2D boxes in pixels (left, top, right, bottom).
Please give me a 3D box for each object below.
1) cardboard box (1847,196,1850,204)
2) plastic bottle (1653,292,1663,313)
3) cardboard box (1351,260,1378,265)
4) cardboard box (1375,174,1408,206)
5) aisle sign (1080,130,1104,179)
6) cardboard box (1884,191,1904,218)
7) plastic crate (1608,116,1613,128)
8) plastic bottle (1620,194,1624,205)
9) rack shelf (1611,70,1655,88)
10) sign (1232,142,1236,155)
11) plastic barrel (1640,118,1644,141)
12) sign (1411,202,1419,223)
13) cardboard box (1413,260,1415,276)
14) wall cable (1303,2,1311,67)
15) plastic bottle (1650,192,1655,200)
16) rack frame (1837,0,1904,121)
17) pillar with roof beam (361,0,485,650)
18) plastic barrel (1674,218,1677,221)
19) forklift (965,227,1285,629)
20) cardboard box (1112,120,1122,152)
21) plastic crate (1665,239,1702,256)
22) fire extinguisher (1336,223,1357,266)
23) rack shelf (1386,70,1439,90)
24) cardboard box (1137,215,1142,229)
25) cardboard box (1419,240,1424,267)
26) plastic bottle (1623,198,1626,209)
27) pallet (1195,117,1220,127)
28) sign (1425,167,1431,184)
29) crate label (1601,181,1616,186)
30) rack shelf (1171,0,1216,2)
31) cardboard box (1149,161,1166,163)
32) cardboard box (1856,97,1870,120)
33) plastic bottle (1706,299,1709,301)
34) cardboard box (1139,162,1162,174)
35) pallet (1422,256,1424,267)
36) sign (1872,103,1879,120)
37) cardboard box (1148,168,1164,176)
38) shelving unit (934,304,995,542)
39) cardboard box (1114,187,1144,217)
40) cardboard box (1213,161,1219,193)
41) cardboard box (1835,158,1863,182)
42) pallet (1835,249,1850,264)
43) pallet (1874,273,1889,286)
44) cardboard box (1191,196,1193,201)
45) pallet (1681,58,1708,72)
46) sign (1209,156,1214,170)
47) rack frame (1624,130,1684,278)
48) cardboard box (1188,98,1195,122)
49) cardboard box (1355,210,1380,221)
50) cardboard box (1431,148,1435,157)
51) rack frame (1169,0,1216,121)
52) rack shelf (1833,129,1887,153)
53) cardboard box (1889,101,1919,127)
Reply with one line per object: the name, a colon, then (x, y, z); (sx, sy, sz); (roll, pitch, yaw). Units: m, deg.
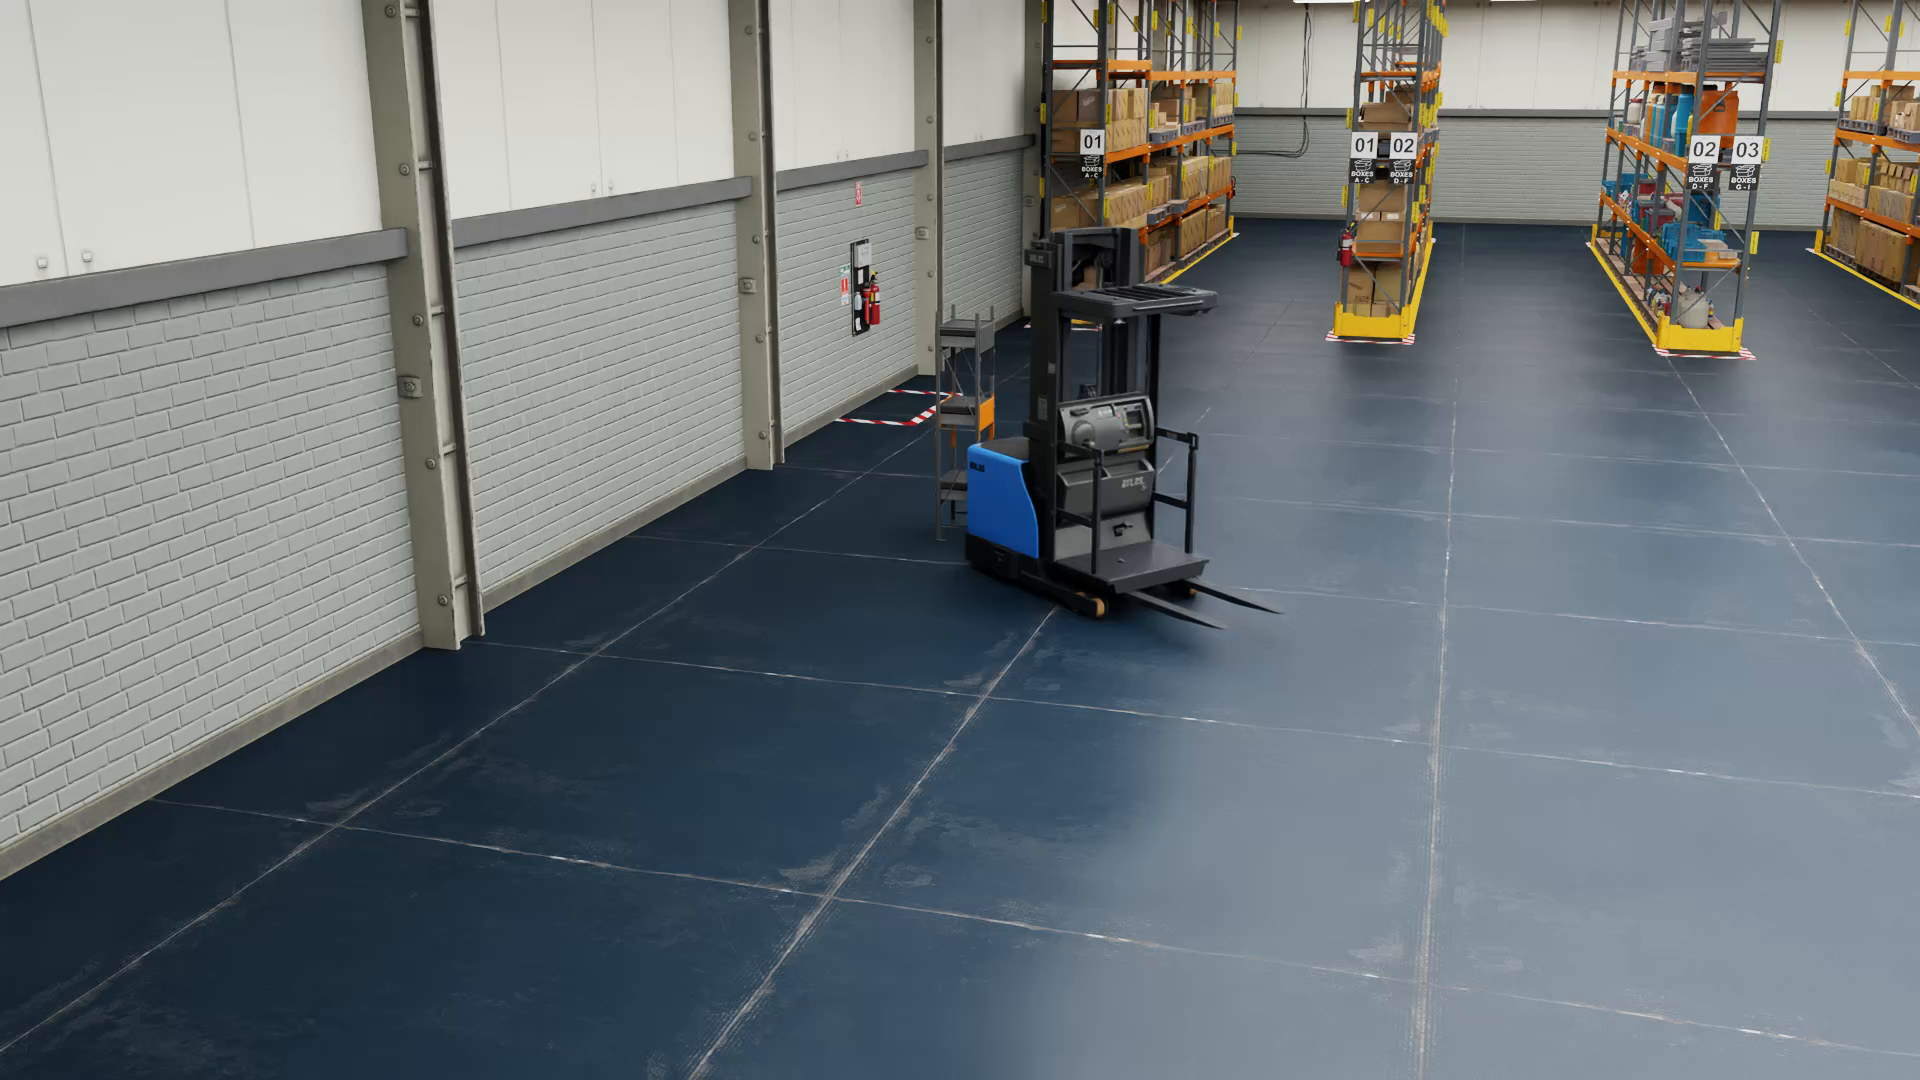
cardboard box: (19.705, -7.455, 36.497); (0.380, 0.149, 0.250); (4, 16, 15)
plastic bottle: (11.691, -3.975, 27.814); (0.144, 0.351, 0.185); (5, 17, 18)
cardboard box: (6.941, -4.561, 28.728); (0.500, 0.500, 0.500); (5, 16, 16)
cardboard box: (7.107, -5.841, 27.787); (0.700, 0.500, 0.500); (5, 16, 16)
aisle sign: (2.177, -6.356, 27.397); (0.394, 0.787, 0.004); (5, 16, 16)
cardboard box: (18.771, -6.684, 33.133); (0.500, 0.500, 0.500); (5, 17, 17)
plastic crate: (15.579, -9.866, 39.280); (0.497, 0.269, 0.590); (5, 16, 16)
plastic bottle: (14.159, -7.241, 35.518); (0.097, 0.271, 0.097); (0, 16, 0)
rack shelf: (15.387, -10.389, 37.439); (1.077, 0.370, 4.000); (5, 16, 16)
sign: (6.973, -9.959, 42.307); (0.100, 0.325, 0.005); (5, 16, 16)
plastic barrel: (13.300, -7.911, 31.944); (0.421, 0.512, 0.421); (0, 16, 0)
sign: (7.191, -5.174, 26.263); (0.100, 0.325, 0.005); (5, 16, 16)
cardboard box: (8.154, -5.048, 30.794); (0.500, 0.311, 0.500); (5, 16, 16)
wall cable: (11.001, -14.398, 45.954); (3.097, 2.526, 0.112); (5, 16, 16)
plastic bottle: (14.681, -7.192, 35.199); (0.144, 0.351, 0.185); (5, 16, 16)
rack frame: (20.704, -11.067, 37.777); (1.000, 3.000, 0.127); (5, 16, 16)
pillar with roof beam: (0.292, -3.241, 10.184); (9.100, 9.000, 0.400); (5, 16, 16)
plastic barrel: (13.069, -5.693, 30.079); (0.301, 0.262, 0.301); (0, 16, 0)
forklift: (1.307, -0.939, 13.190); (1.130, 2.935, 3.031); (-11, 19, -34)
cardboard box: (2.432, -6.854, 28.201); (0.500, 0.500, 0.500); (6, 17, 20)
plastic crate: (11.454, -4.631, 26.353); (0.499, 0.251, 0.408); (5, 16, 16)
fire extinguisher: (6.182, -4.732, 26.578); (0.296, 0.674, 0.183); (5, 16, 16)
rack shelf: (9.502, -9.728, 35.108); (1.077, 0.370, 4.000); (5, 16, 16)
cardboard box: (3.053, -5.854, 30.631); (0.500, 0.250, 0.500); (5, 17, 16)
cardboard box: (9.337, -5.963, 34.551); (0.500, 0.500, 0.500); (5, 17, 18)
plastic bottle: (13.934, -7.034, 34.788); (0.097, 0.271, 0.097); (0, 16, 0)
pallet: (5.563, -9.900, 39.324); (1.003, 0.211, 1.213); (5, 16, 16)
sign: (9.467, -7.372, 33.622); (0.100, 0.325, 0.005); (5, 16, 16)
crate label: (15.570, -8.474, 39.827); (0.416, 0.233, 0.303); (5, 16, 16)
rack shelf: (4.752, -11.903, 35.950); (1.077, 0.370, 4.000); (5, 16, 16)
cardboard box: (4.214, -8.076, 36.086); (0.500, 0.250, 0.500); (4, 16, 14)
cardboard box: (20.232, -9.505, 36.631); (0.700, 0.500, 0.500); (3, 16, 12)
plastic bottle: (12.349, -3.844, 27.500); (0.097, 0.271, 0.097); (0, 16, 0)
cardboard box: (4.064, -7.941, 35.609); (0.500, 0.250, 0.500); (5, 17, 17)
pallet: (9.531, -6.026, 36.109); (1.003, 0.211, 1.213); (5, 16, 16)
sign: (19.035, -8.907, 34.566); (0.100, 0.325, 0.005); (5, 16, 16)
cardboard box: (4.037, -7.634, 34.490); (0.380, 0.149, 0.250); (2, 16, 7)
shelving unit: (0.047, -1.053, 15.116); (0.431, 2.100, 0.503); (5, 16, 16)
cardboard box: (3.073, -6.213, 30.523); (0.500, 0.500, 0.500); (5, 16, 16)
cardboard box: (5.703, -8.762, 40.096); (0.980, 0.700, 0.700); (4, 16, 14)
cardboard box: (20.167, -8.377, 37.643); (0.500, 0.500, 0.500); (4, 16, 15)
pallet: (20.204, -6.306, 37.096); (1.003, 0.211, 1.213); (5, 16, 16)
pallet: (19.076, -5.265, 33.426); (1.003, 0.211, 1.213); (5, 16, 16)
cardboard box: (5.006, -7.668, 37.210); (0.380, 0.149, 0.250); (5, 17, 18)
pallet: (11.993, -7.490, 26.246); (1.003, 0.211, 1.213); (5, 16, 16)
sign: (5.843, -8.766, 38.683); (0.100, 0.325, 0.005); (5, 16, 16)
rack frame: (13.682, -6.472, 32.571); (1.000, 3.000, 0.127); (5, 16, 16)
cardboard box: (4.869, -9.617, 37.173); (0.700, 0.500, 0.500); (4, 16, 15)
cardboard box: (6.587, -5.239, 26.852); (0.380, 0.149, 0.250); (4, 16, 15)
cardboard box: (11.202, -9.209, 40.206); (0.500, 0.500, 0.500); (5, 17, 17)
rack frame: (5.320, -11.173, 38.150); (1.000, 3.000, 0.127); (5, 16, 16)
rack shelf: (20.136, -8.755, 36.440); (1.077, 0.370, 4.000); (5, 16, 16)
cardboard box: (19.412, -8.675, 33.888); (0.700, 0.500, 0.500); (5, 17, 17)
